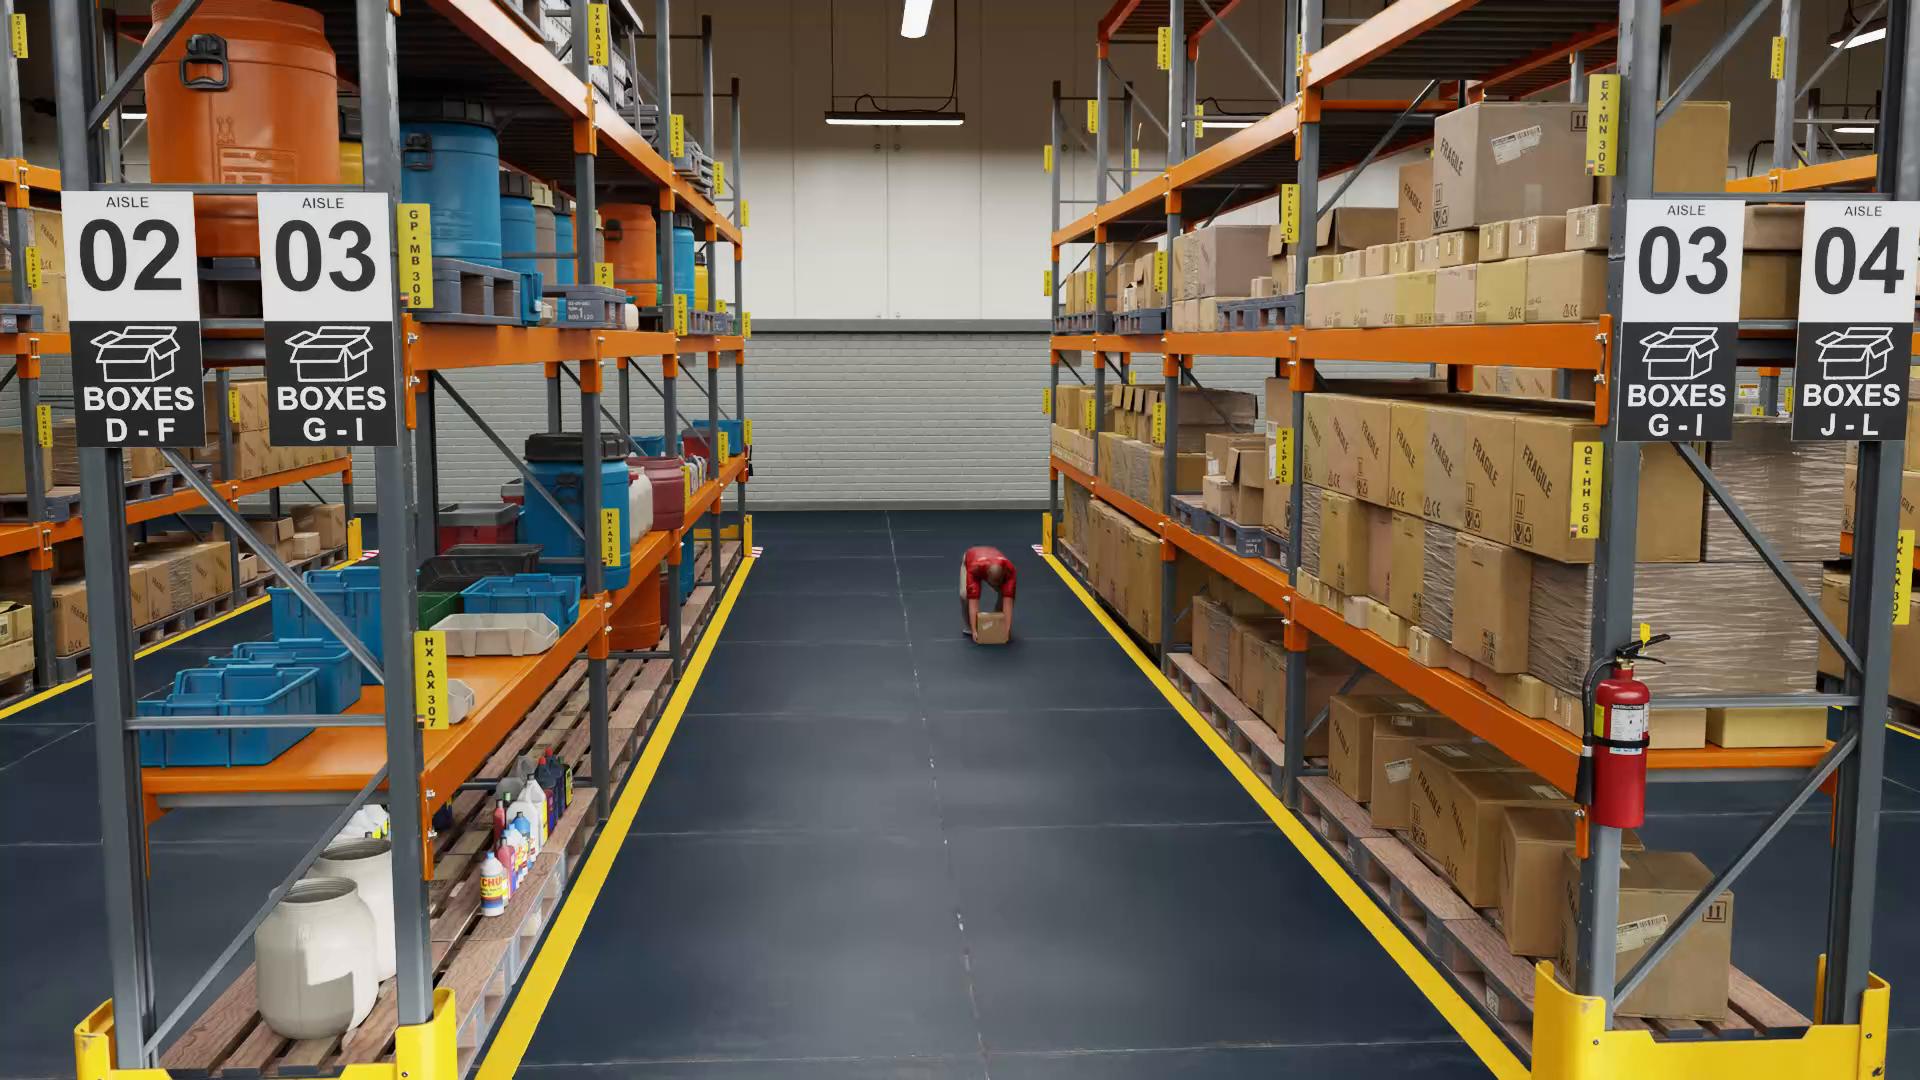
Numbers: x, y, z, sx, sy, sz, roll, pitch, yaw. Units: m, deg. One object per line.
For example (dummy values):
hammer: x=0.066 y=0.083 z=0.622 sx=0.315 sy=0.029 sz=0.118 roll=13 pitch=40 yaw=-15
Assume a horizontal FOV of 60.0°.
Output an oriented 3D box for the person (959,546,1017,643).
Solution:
person: x=0.263 y=0.494 z=15.541 sx=0.541 sy=0.848 sz=0.956 roll=-1 pitch=7 yaw=-6
